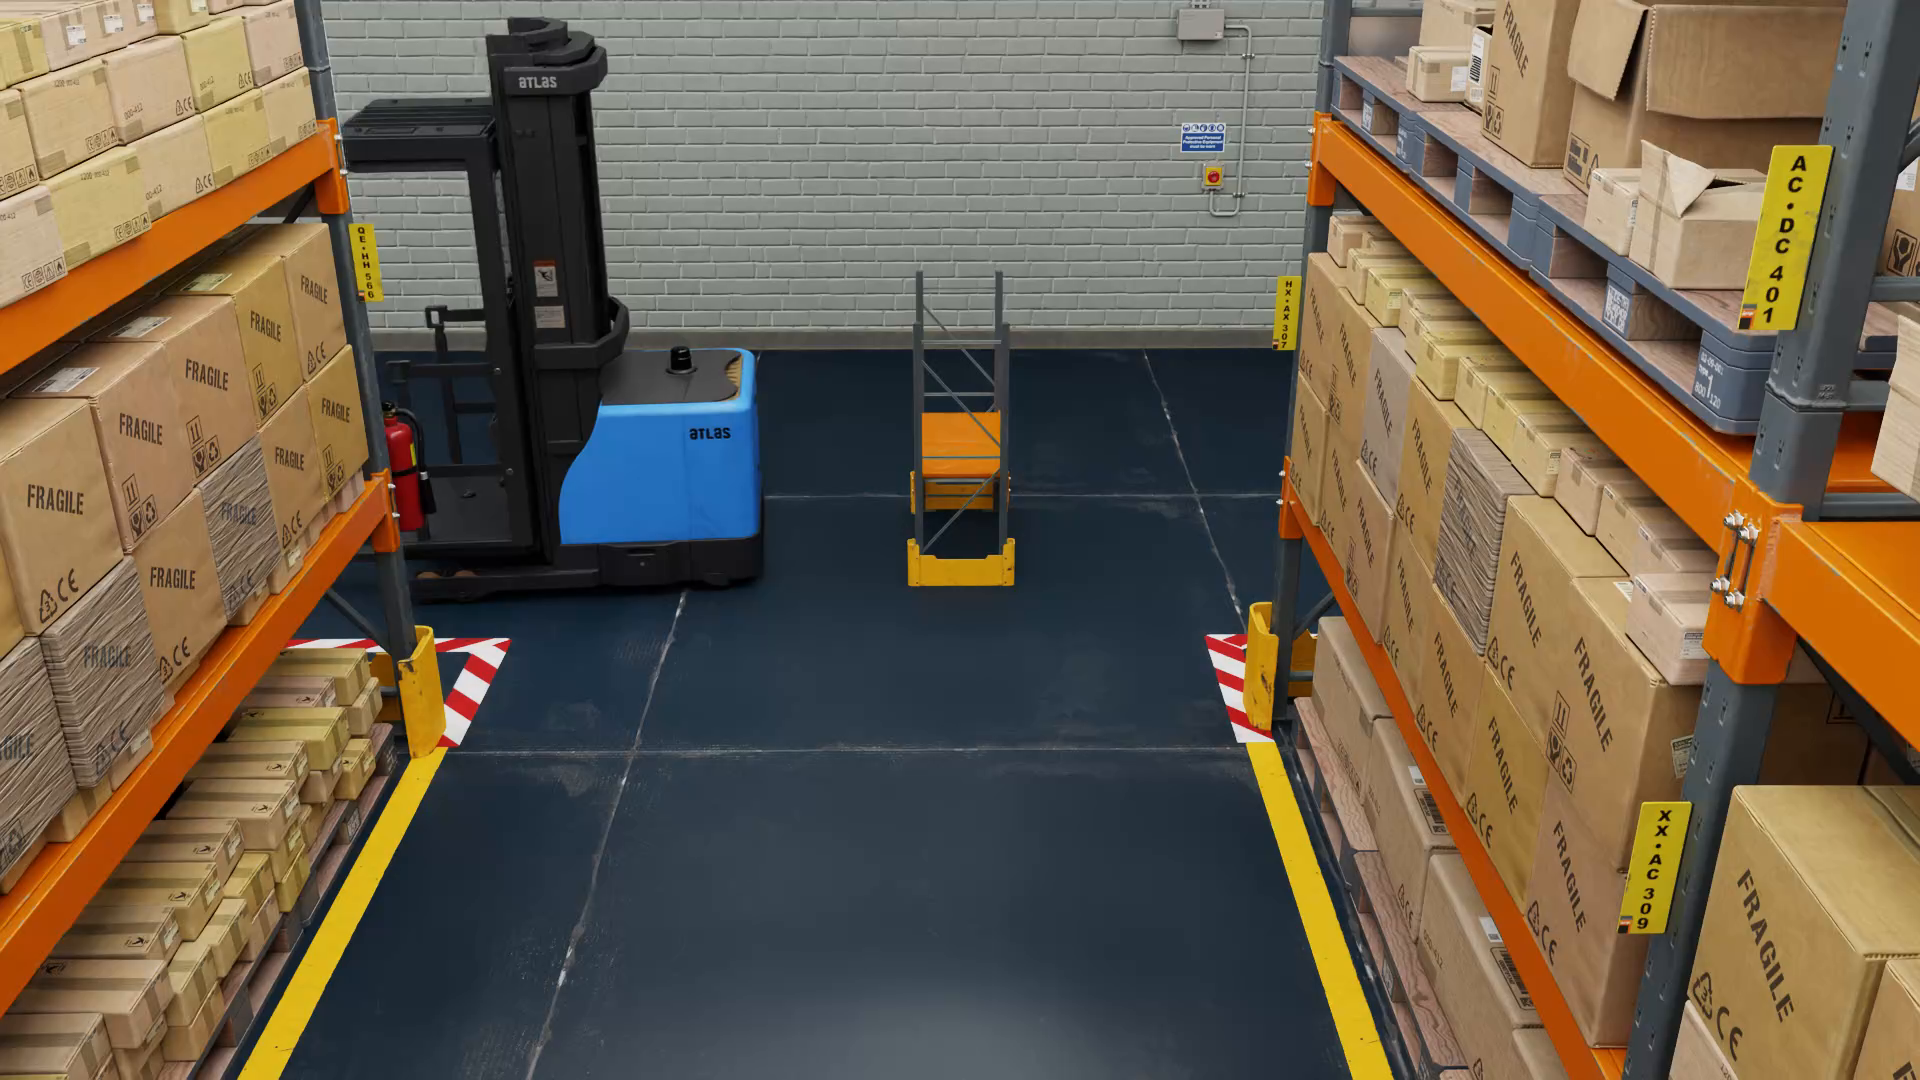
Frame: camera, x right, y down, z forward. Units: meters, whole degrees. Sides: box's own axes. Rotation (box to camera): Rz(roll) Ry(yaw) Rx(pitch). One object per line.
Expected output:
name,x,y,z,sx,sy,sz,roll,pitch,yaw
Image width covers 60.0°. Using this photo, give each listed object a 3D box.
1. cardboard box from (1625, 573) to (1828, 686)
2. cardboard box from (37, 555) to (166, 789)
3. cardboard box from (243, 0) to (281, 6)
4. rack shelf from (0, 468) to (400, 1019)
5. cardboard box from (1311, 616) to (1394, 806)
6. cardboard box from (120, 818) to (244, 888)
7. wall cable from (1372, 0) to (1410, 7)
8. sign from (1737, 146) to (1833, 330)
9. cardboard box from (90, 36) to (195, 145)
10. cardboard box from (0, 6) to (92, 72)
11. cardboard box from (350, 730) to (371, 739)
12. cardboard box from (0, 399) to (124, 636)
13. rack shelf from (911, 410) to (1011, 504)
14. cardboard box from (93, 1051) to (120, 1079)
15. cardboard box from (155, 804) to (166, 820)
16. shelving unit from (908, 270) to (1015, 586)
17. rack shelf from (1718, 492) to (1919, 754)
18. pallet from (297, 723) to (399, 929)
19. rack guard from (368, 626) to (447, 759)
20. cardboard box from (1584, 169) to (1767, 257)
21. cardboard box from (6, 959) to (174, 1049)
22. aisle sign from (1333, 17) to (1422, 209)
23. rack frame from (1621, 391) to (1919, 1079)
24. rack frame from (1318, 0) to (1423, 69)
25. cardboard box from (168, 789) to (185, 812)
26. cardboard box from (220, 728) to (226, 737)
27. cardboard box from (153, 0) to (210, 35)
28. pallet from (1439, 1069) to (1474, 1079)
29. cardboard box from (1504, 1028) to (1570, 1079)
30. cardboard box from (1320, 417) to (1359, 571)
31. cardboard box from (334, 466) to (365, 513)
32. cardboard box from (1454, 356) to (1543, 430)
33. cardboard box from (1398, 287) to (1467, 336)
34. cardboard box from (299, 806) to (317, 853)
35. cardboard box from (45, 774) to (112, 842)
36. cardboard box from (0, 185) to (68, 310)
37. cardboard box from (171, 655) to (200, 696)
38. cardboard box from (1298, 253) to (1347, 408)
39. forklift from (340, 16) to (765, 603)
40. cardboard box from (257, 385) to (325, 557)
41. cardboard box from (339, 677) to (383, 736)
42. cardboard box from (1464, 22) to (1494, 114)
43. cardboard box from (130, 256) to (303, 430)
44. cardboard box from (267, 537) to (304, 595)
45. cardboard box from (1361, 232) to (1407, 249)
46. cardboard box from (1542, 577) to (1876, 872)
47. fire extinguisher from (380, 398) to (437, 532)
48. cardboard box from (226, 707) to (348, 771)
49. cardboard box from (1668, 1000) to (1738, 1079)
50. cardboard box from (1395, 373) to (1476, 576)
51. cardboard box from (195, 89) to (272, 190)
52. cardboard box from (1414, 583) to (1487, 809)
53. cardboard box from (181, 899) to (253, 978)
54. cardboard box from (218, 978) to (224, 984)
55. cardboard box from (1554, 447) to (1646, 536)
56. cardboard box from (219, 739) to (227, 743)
cardboard box,1.674,0.188,3.572,0.380,0.149,0.250,-1,24,-2
cardboard box,-2.689,0.376,4.795,0.500,0.500,0.500,-1,24,-2
cardboard box,-2.700,-2.046,6.085,0.380,0.149,0.250,0,24,-1
rack shelf,-2.975,0.678,5.484,1.077,0.370,4.000,0,24,-1
cardboard box,2.059,0.710,7.140,0.875,0.438,0.875,-1,24,-2
cardboard box,-2.773,1.116,5.870,0.380,0.149,0.250,-1,24,-2
wall cable,3.285,-3.335,12.252,0.588,1.984,0.122,0,24,-1
sign,1.440,-0.525,2.907,0.100,0.325,0.005,0,24,-1
cardboard box,-2.728,-1.390,5.118,0.500,0.250,0.500,0,24,0
cardboard box,-2.705,-1.412,4.683,0.380,0.149,0.250,-1,24,-2
cardboard box,-2.783,0.850,7.181,0.380,0.149,0.250,0,24,0
cardboard box,-2.710,-0.071,4.571,0.500,0.500,0.500,0,24,0
rack shelf,0.001,-0.484,9.437,0.538,0.185,1.000,0,24,-1
cardboard box,-2.769,1.680,4.984,0.380,0.149,0.250,-1,24,-3
cardboard box,-3.316,1.035,6.411,0.380,0.149,0.250,0,24,1
shelving unit,0.001,-0.652,9.371,0.587,1.500,1.083,0,24,-1
rack shelf,2.017,0.896,1.363,1.077,0.370,4.000,0,24,-1
pallet,-3.023,1.163,6.923,1.003,0.211,1.213,0,24,-1
rack guard,-2.996,0.696,7.604,1.175,0.500,0.348,0,24,-1
cardboard box,1.665,-0.749,3.801,0.380,0.149,0.250,0,24,1
cardboard box,-2.693,1.438,5.159,0.380,0.149,0.250,0,24,1
aisle sign,1.661,-1.751,6.826,0.394,0.787,0.004,0,24,-1
rack frame,1.995,1.110,3.655,1.000,3.000,0.127,0,24,-1
rack frame,1.952,-3.271,6.063,1.000,3.000,0.127,0,24,-1
cardboard box,-2.799,1.040,6.400,0.380,0.149,0.250,-1,24,-1
cardboard box,-3.248,0.715,7.118,0.380,0.149,0.250,1,24,2
cardboard box,-2.680,-1.730,5.386,0.380,0.149,0.250,0,24,0
pallet,2.065,2.067,4.923,1.003,0.211,1.213,0,24,-1
cardboard box,2.096,1.827,4.669,0.875,0.438,0.875,-1,24,-1
cardboard box,1.703,-0.176,6.378,0.500,0.500,0.500,-1,24,-1
cardboard box,-2.711,-0.226,6.915,0.380,0.149,0.250,0,24,0
cardboard box,1.705,-0.440,4.961,0.380,0.149,0.250,0,24,-1
cardboard box,1.717,-0.755,5.658,0.380,0.149,0.250,0,24,0
cardboard box,-2.746,1.166,6.482,0.380,0.149,0.250,0,24,0
cardboard box,-2.696,0.739,4.782,0.380,0.149,0.250,0,24,0
cardboard box,-2.695,-0.737,4.282,0.500,0.250,0.500,1,24,2
cardboard box,-2.766,0.414,5.499,0.380,0.149,0.250,0,24,0
cardboard box,1.672,-0.840,6.632,0.500,0.500,0.500,-1,24,-2
forklift,-2.641,-1.221,8.893,3.031,2.935,1.130,-2,24,-5
cardboard box,-2.734,-0.259,6.200,0.500,0.500,0.500,-1,24,-1
cardboard box,-2.706,0.714,7.119,0.380,0.149,0.250,-1,24,-2
cardboard box,1.918,-1.484,5.228,0.500,0.311,0.500,0,24,0
cardboard box,-2.738,-0.714,5.994,0.500,0.500,0.500,-1,24,-2
cardboard box,-2.702,0.085,6.228,0.380,0.149,0.250,0,24,1
cardboard box,1.753,-1.079,6.375,0.380,0.149,0.250,0,24,1
cardboard box,1.714,0.416,3.855,0.500,0.500,0.500,0,24,-1
fire extinguisher,-2.538,-0.375,7.485,0.296,0.674,0.183,0,24,-1
cardboard box,-2.663,0.790,6.592,0.380,0.149,0.250,-1,24,-2
cardboard box,1.718,1.134,3.179,0.500,0.250,0.500,-1,24,-2
cardboard box,1.704,-0.209,5.238,0.500,0.500,0.500,0,24,0
cardboard box,-2.715,-1.376,5.694,0.500,0.250,0.500,0,24,0
cardboard box,1.703,0.456,4.981,0.500,0.500,0.500,-1,24,-1
cardboard box,-2.665,1.361,5.690,0.380,0.149,0.250,0,24,0
cardboard box,-2.770,1.488,5.770,0.380,0.149,0.250,0,24,1
cardboard box,1.766,-0.128,4.271,0.380,0.149,0.250,0,24,-1
cardboard box,-3.227,0.959,6.941,0.380,0.149,0.250,0,24,-1
